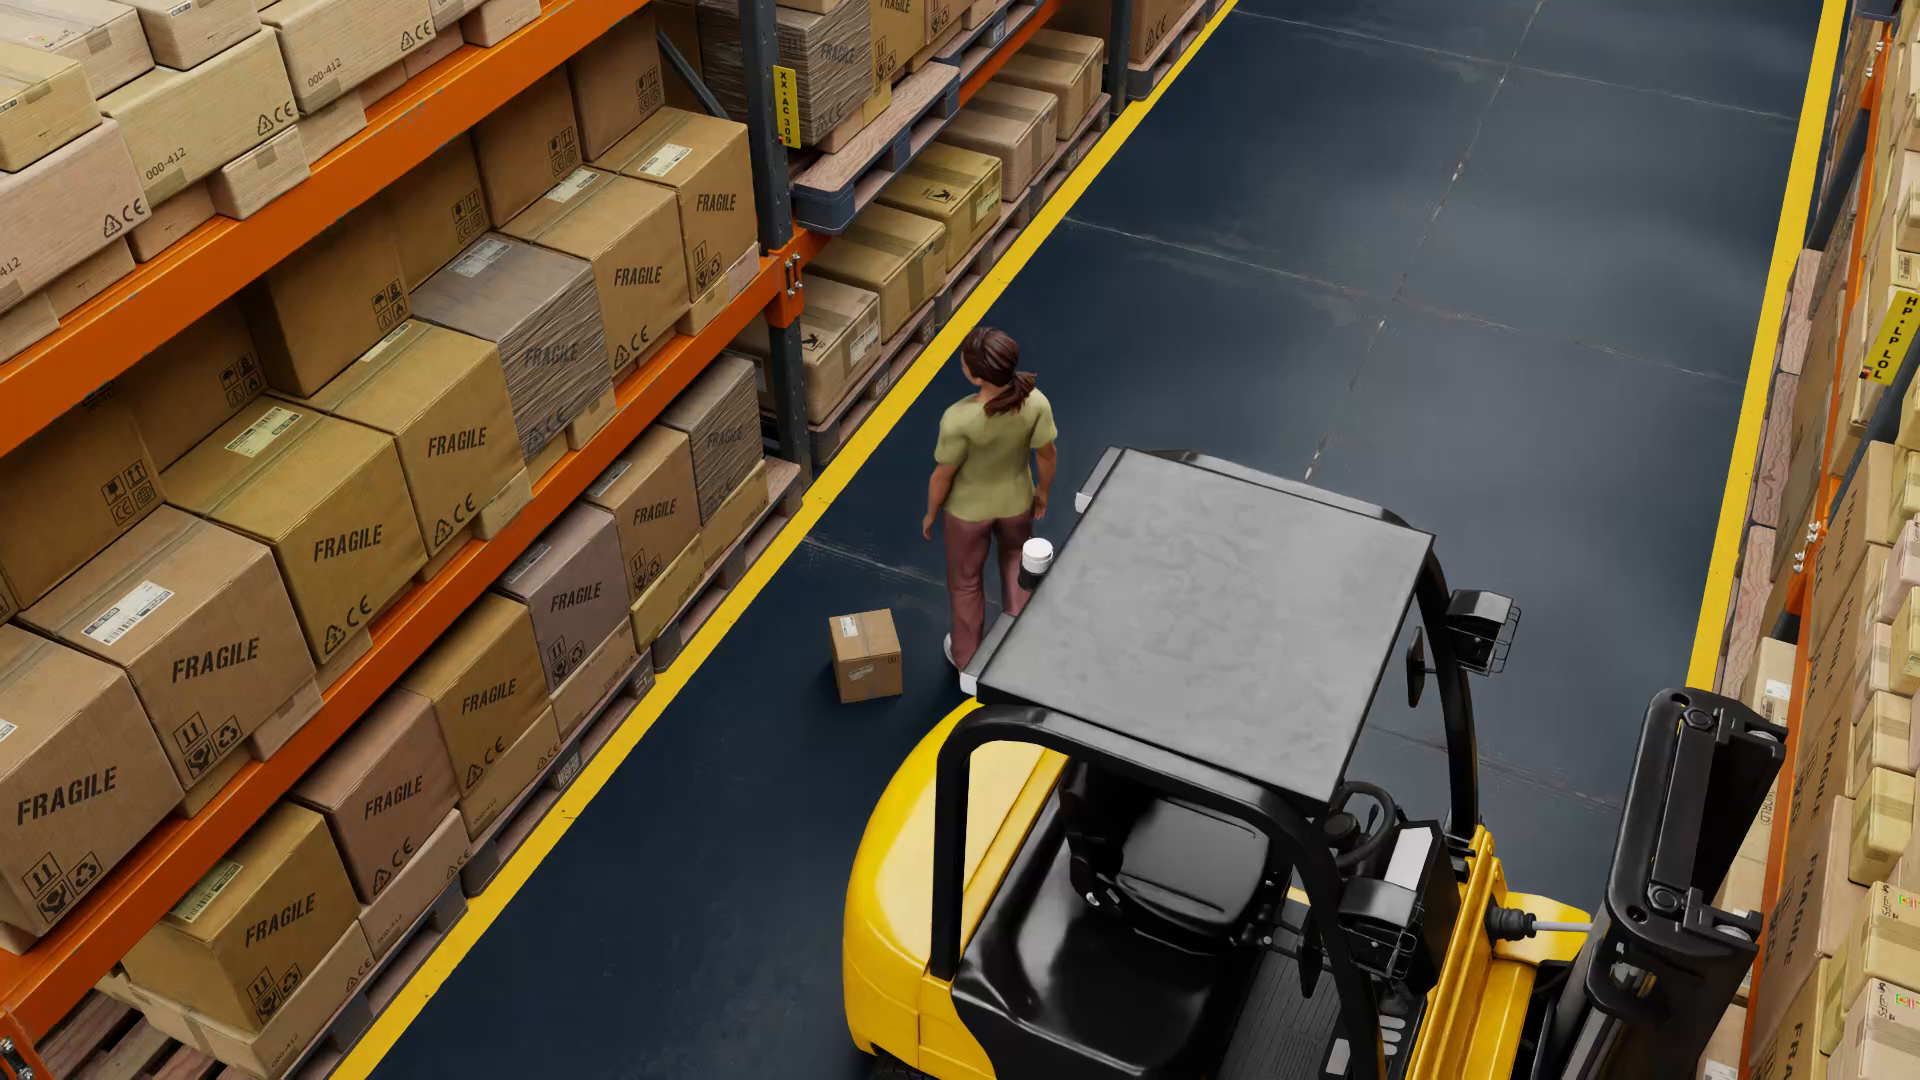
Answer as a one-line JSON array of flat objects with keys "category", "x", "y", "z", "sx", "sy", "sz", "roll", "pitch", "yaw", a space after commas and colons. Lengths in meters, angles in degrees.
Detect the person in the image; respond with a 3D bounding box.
[{"category": "person", "x": 0.111, "y": -0.124, "z": 6.292, "sx": 0.521, "sy": 1.680, "sz": 0.401, "roll": -12, "pitch": 43, "yaw": -13}]
